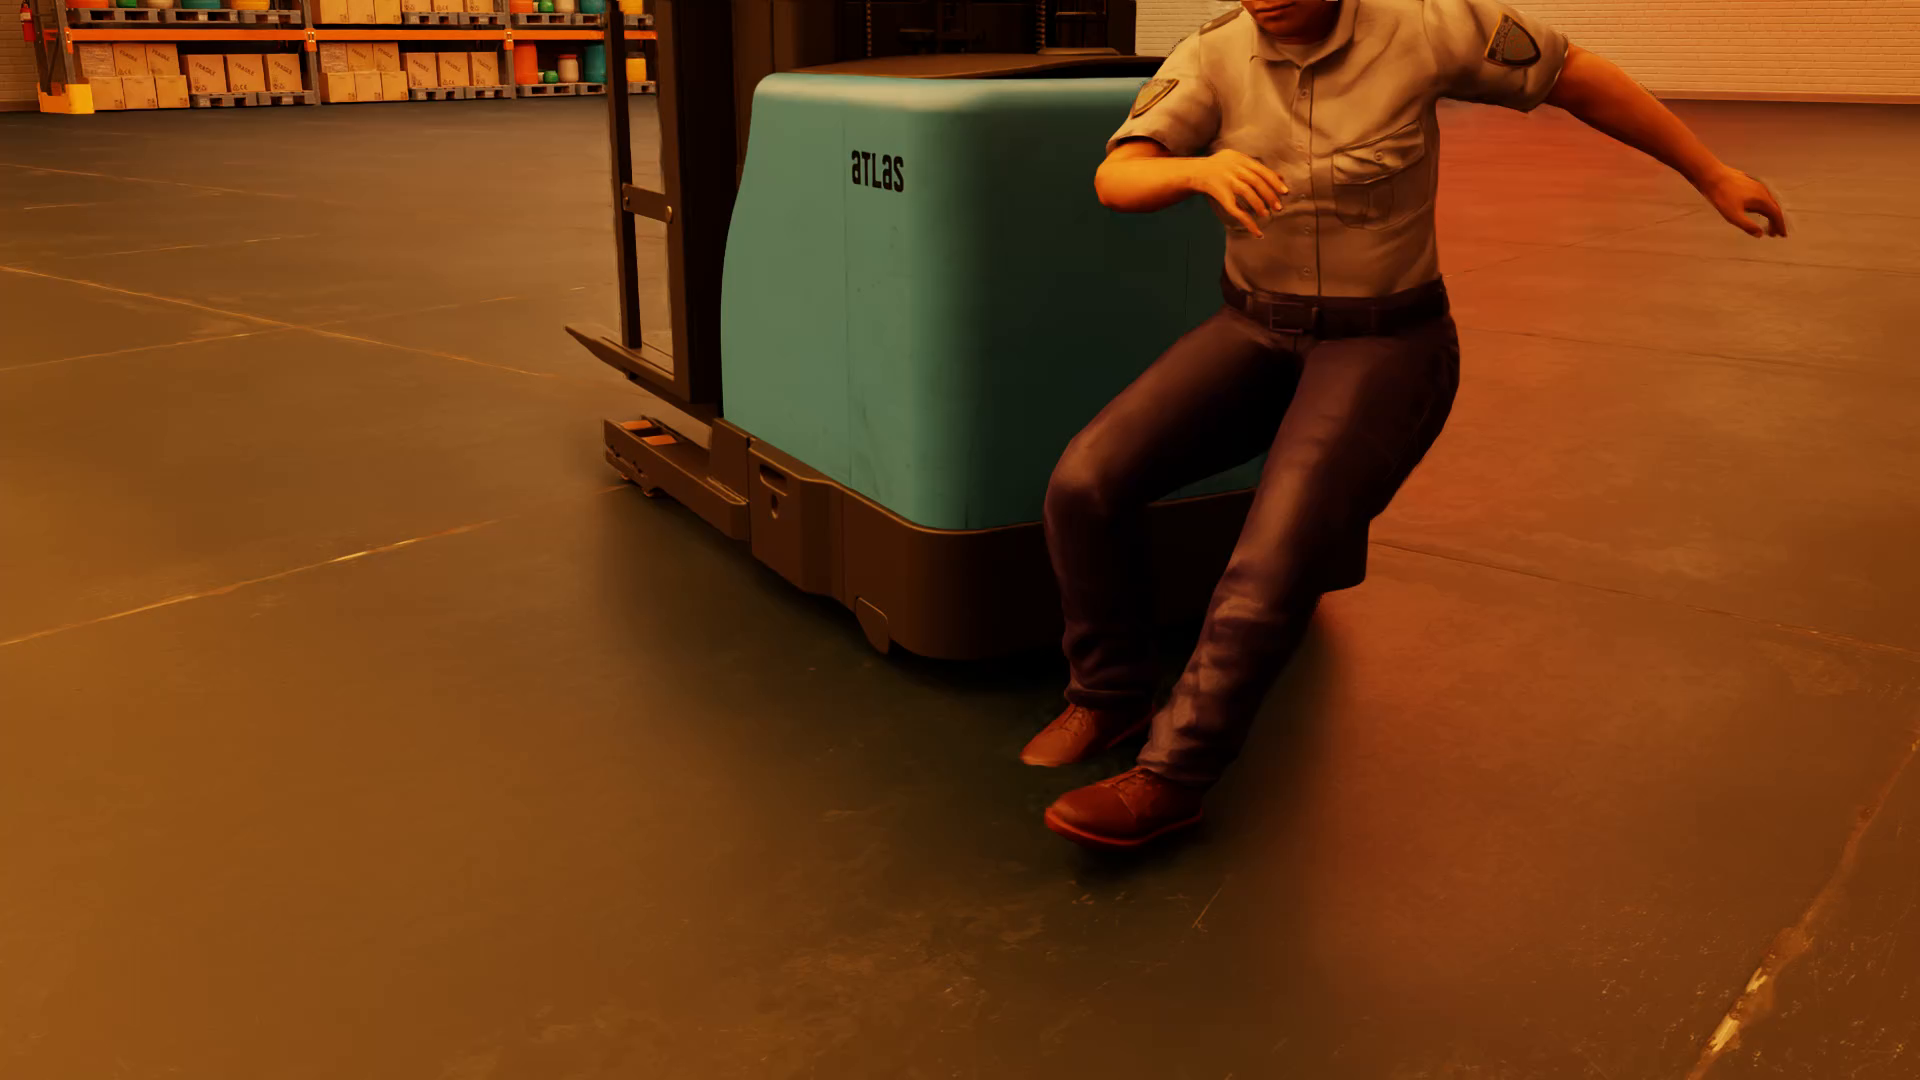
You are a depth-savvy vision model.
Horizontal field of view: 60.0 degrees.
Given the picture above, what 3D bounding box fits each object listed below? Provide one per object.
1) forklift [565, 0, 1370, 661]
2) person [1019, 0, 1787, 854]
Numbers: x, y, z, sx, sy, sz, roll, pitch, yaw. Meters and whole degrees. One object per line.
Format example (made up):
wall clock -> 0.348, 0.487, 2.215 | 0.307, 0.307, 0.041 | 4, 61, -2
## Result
forklift -> -0.300, -1.565, 4.052 | 1.130, 2.935, 3.031 | -9, 19, -27
person -> 0.584, -0.254, 2.454 | 0.979, 1.442, 1.009 | 11, 20, 32
